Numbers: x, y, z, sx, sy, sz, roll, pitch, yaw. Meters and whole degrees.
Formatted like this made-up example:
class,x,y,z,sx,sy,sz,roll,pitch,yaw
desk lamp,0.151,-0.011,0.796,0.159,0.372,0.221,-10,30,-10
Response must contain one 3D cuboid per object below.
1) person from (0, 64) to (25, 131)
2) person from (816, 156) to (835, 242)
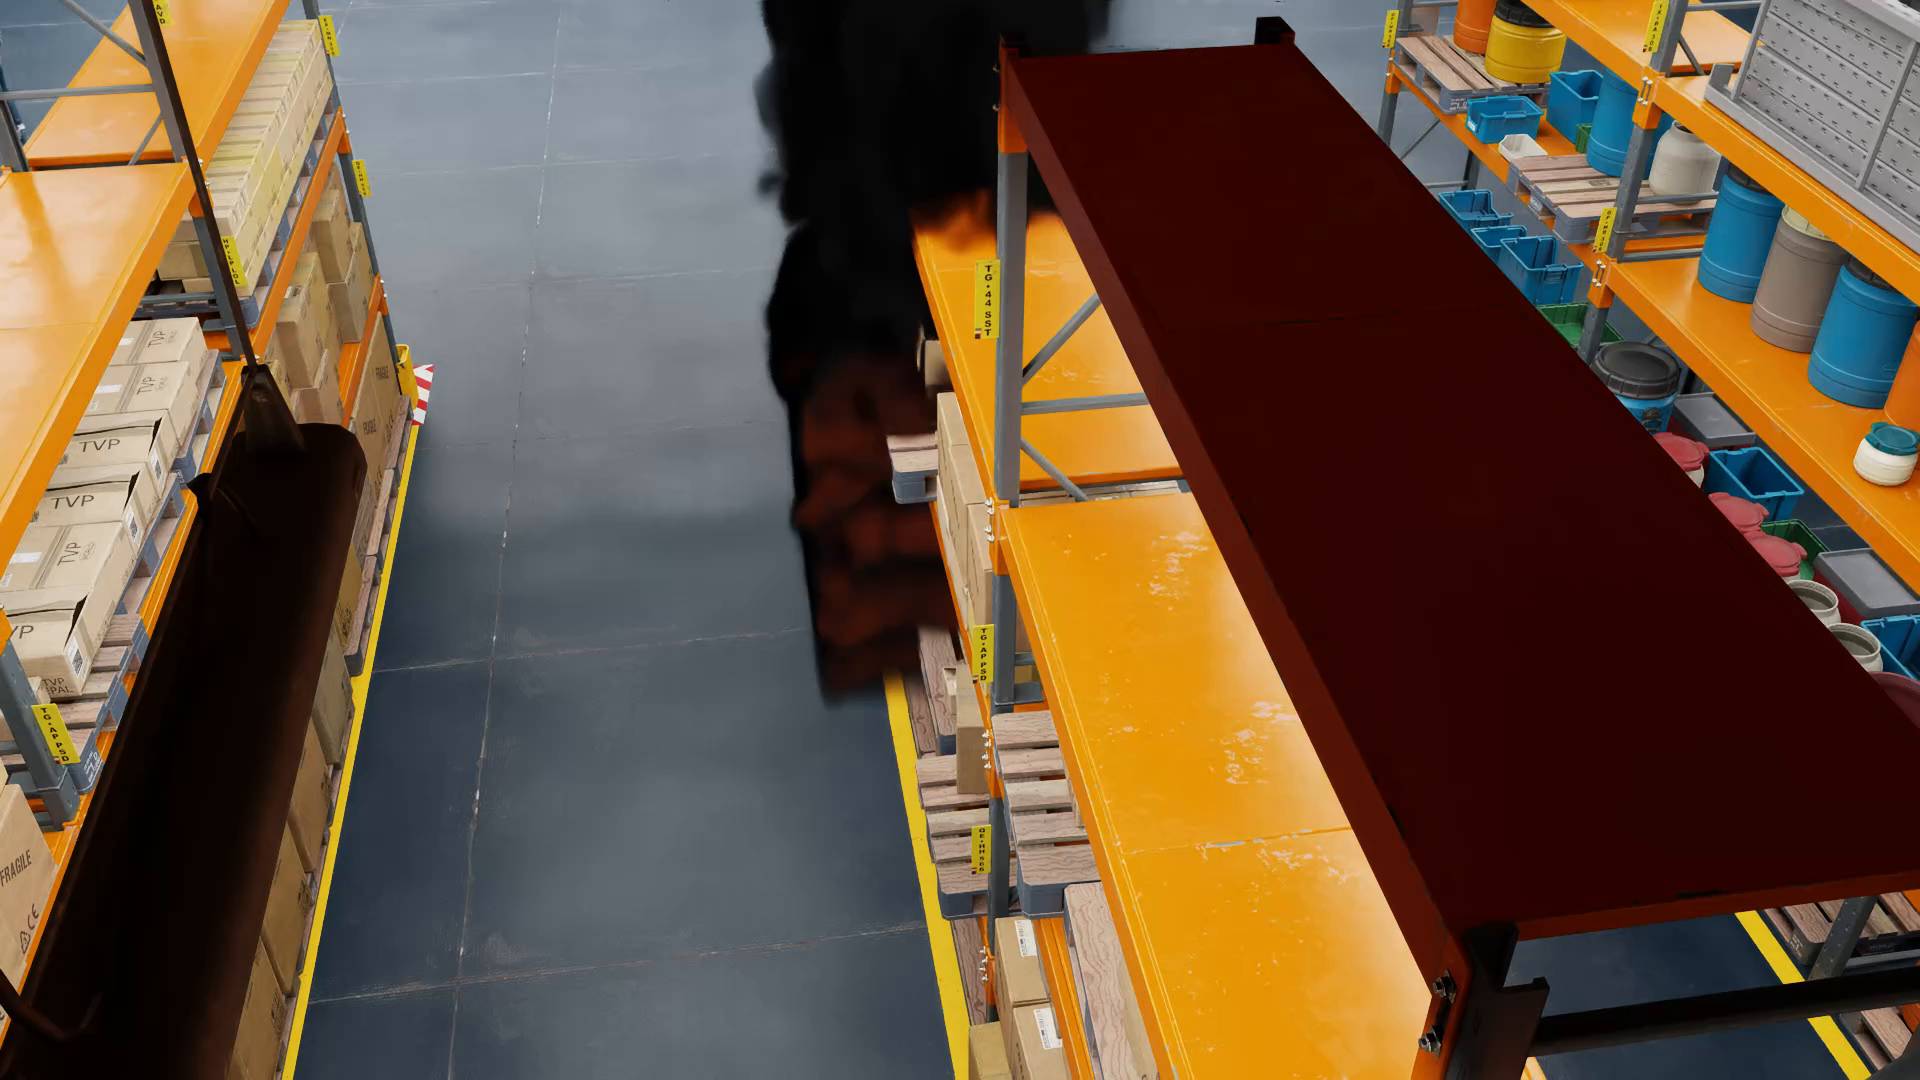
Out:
class,x,y,z,sx,sy,sz,roll,pitch,yaw
person,-11.559,-5.587,19.710,0.702,1.641,0.507,26,43,30
person,-1.199,-3.443,16.743,0.540,1.643,0.611,20,41,25
